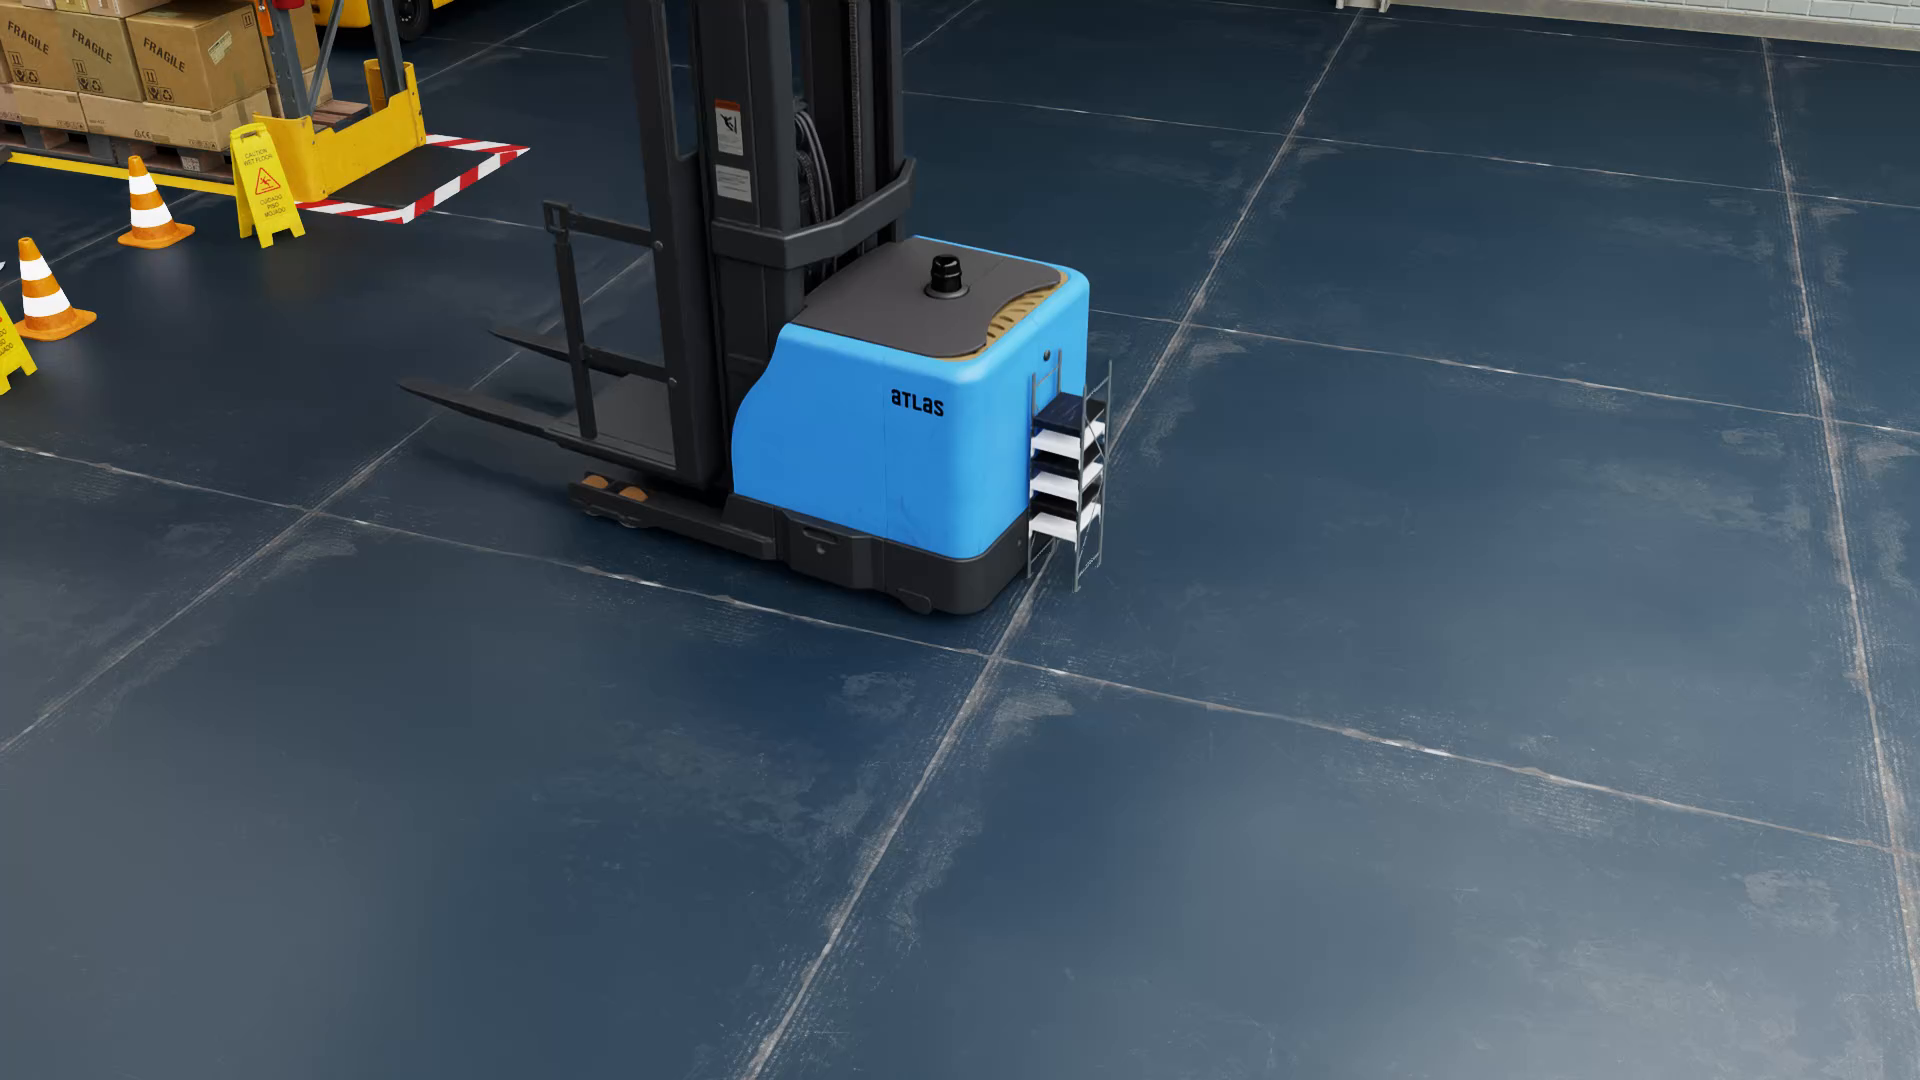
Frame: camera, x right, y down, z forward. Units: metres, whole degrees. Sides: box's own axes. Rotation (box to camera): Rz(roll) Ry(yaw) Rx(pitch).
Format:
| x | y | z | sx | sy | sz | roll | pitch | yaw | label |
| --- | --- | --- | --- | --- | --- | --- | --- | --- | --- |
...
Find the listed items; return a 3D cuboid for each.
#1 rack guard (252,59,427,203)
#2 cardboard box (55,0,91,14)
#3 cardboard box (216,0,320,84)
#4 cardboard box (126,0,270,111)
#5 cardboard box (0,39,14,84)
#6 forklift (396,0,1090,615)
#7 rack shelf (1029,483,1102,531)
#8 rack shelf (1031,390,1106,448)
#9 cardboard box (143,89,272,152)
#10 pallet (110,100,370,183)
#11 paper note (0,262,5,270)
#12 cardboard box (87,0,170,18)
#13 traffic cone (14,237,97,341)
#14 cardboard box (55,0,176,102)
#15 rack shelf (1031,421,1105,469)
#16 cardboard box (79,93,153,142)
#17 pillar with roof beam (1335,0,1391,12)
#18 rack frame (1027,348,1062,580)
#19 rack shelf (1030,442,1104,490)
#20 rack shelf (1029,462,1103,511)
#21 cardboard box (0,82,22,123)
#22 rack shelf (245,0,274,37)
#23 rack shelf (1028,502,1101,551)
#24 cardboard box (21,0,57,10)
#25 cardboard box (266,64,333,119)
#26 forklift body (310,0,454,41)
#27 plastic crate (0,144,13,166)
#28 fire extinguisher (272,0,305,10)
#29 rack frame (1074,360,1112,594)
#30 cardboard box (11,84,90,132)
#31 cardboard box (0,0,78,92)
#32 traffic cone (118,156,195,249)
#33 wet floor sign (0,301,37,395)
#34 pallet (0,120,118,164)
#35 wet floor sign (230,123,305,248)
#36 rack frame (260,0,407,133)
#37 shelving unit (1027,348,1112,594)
| x | y | z | sx | sy | sz | roll | pitch | yaw | label |
| --- | --- | --- | --- | --- | --- | --- | --- | --- | --- |
| -3.779 | -2.525 | 10.200 | 0.348 | 0.500 | 1.175 | 11 | 34 | 16 | rack guard |
| -5.153 | -3.264 | 9.899 | 0.250 | 0.149 | 0.380 | 12 | 35 | 17 | cardboard box |
| -4.396 | -3.191 | 10.383 | 0.500 | 0.500 | 0.500 | 10 | 34 | 15 | cardboard box |
| -4.549 | -2.911 | 9.950 | 0.500 | 0.500 | 0.500 | 11 | 35 | 17 | cardboard box |
| -6.013 | -3.196 | 10.391 | 0.500 | 0.500 | 0.500 | 13 | 35 | 19 | cardboard box |
| -1.032 | -1.514 | 6.392 | 3.031 | 2.935 | 1.130 | 16 | 36 | 24 | forklift |
| 0.411 | -0.150 | 6.380 | 0.200 | 0.077 | 0.258 | 16 | 36 | 24 | rack shelf |
| 0.411 | -0.452 | 6.185 | 0.200 | 0.077 | 0.258 | 16 | 36 | 24 | rack shelf |
| -4.581 | -2.598 | 10.156 | 0.500 | 0.250 | 0.500 | 11 | 34 | 16 | cardboard box |
| -4.531 | -2.571 | 10.537 | 1.213 | 0.211 | 1.003 | 11 | 34 | 16 | pallet |
| -5.268 | -1.471 | 9.000 | 0.142 | 0.019 | 0.148 | 0 | 33 | 0 | paper note |
| -4.917 | -3.217 | 9.825 | 0.250 | 0.149 | 0.380 | 12 | 35 | 18 | cardboard box |
| -4.601 | -1.287 | 8.316 | 0.334 | 0.463 | 0.336 | 11 | 34 | 16 | traffic cone |
| -5.042 | -3.005 | 10.095 | 0.500 | 0.500 | 0.500 | 12 | 35 | 18 | cardboard box |
| 0.411 | -0.377 | 6.234 | 0.200 | 0.077 | 0.258 | 16 | 36 | 24 | rack shelf |
| -5.044 | -2.692 | 10.302 | 0.500 | 0.250 | 0.500 | 11 | 34 | 17 | cardboard box |
| 1.809 | -5.908 | 7.605 | 0.400 | 9.000 | 9.100 | 11 | 34 | 16 | pillar with roof beam |
| 0.321 | -0.280 | 6.354 | 0.006 | 0.900 | 0.240 | 16 | 36 | 24 | rack frame |
| 0.411 | -0.301 | 6.282 | 0.200 | 0.077 | 0.258 | 16 | 36 | 24 | rack shelf |
| 0.411 | -0.226 | 6.331 | 0.200 | 0.077 | 0.258 | 16 | 36 | 24 | rack shelf |
| -6.002 | -2.881 | 10.595 | 0.500 | 0.250 | 0.500 | 11 | 34 | 16 | cardboard box |
| -5.590 | -3.625 | 10.263 | 4.000 | 0.370 | 1.077 | 11 | 34 | 16 | rack shelf |
| 0.411 | -0.074 | 6.429 | 0.200 | 0.077 | 0.258 | 16 | 36 | 24 | rack shelf |
| -5.400 | -3.313 | 9.975 | 0.250 | 0.149 | 0.380 | 12 | 35 | 19 | cardboard box |
| -4.373 | -2.871 | 10.580 | 0.500 | 0.250 | 0.500 | 11 | 34 | 16 | cardboard box |
| -4.436 | -5.155 | 12.752 | 1.214 | 2.155 | 2.313 | 11 | 34 | 16 | forklift body |
| -6.271 | -2.361 | 10.333 | 0.583 | 0.080 | 0.402 | 0 | 33 | 0 | plastic crate |
| -3.755 | -3.273 | 9.125 | 0.183 | 0.674 | 0.296 | 11 | 34 | 16 | fire extinguisher |
| 0.500 | -0.227 | 6.272 | 0.006 | 0.900 | 0.240 | 16 | 36 | 24 | rack frame |
| -5.538 | -2.785 | 10.446 | 0.500 | 0.250 | 0.500 | 10 | 34 | 15 | cardboard box |
| -5.514 | -3.101 | 10.244 | 0.500 | 0.500 | 0.500 | 10 | 34 | 15 | cardboard box |
| -4.547 | -1.916 | 9.290 | 0.334 | 0.463 | 0.336 | 11 | 34 | 16 | traffic cone |
| -4.587 | -1.032 | 7.753 | 0.232 | 0.644 | 0.267 | 5 | 33 | 8 | wet floor sign |
| -5.676 | -2.795 | 10.884 | 1.213 | 0.211 | 1.003 | 11 | 34 | 16 | pallet |
| -3.889 | -1.991 | 9.239 | 0.232 | 0.644 | 0.267 | 24 | 40 | 32 | wet floor sign |
| -3.707 | -3.561 | 9.501 | 0.127 | 3.000 | 1.000 | 11 | 34 | 16 | rack frame |
| 0.411 | -0.254 | 6.313 | 0.210 | 0.900 | 0.258 | 16 | 36 | 24 | shelving unit |
